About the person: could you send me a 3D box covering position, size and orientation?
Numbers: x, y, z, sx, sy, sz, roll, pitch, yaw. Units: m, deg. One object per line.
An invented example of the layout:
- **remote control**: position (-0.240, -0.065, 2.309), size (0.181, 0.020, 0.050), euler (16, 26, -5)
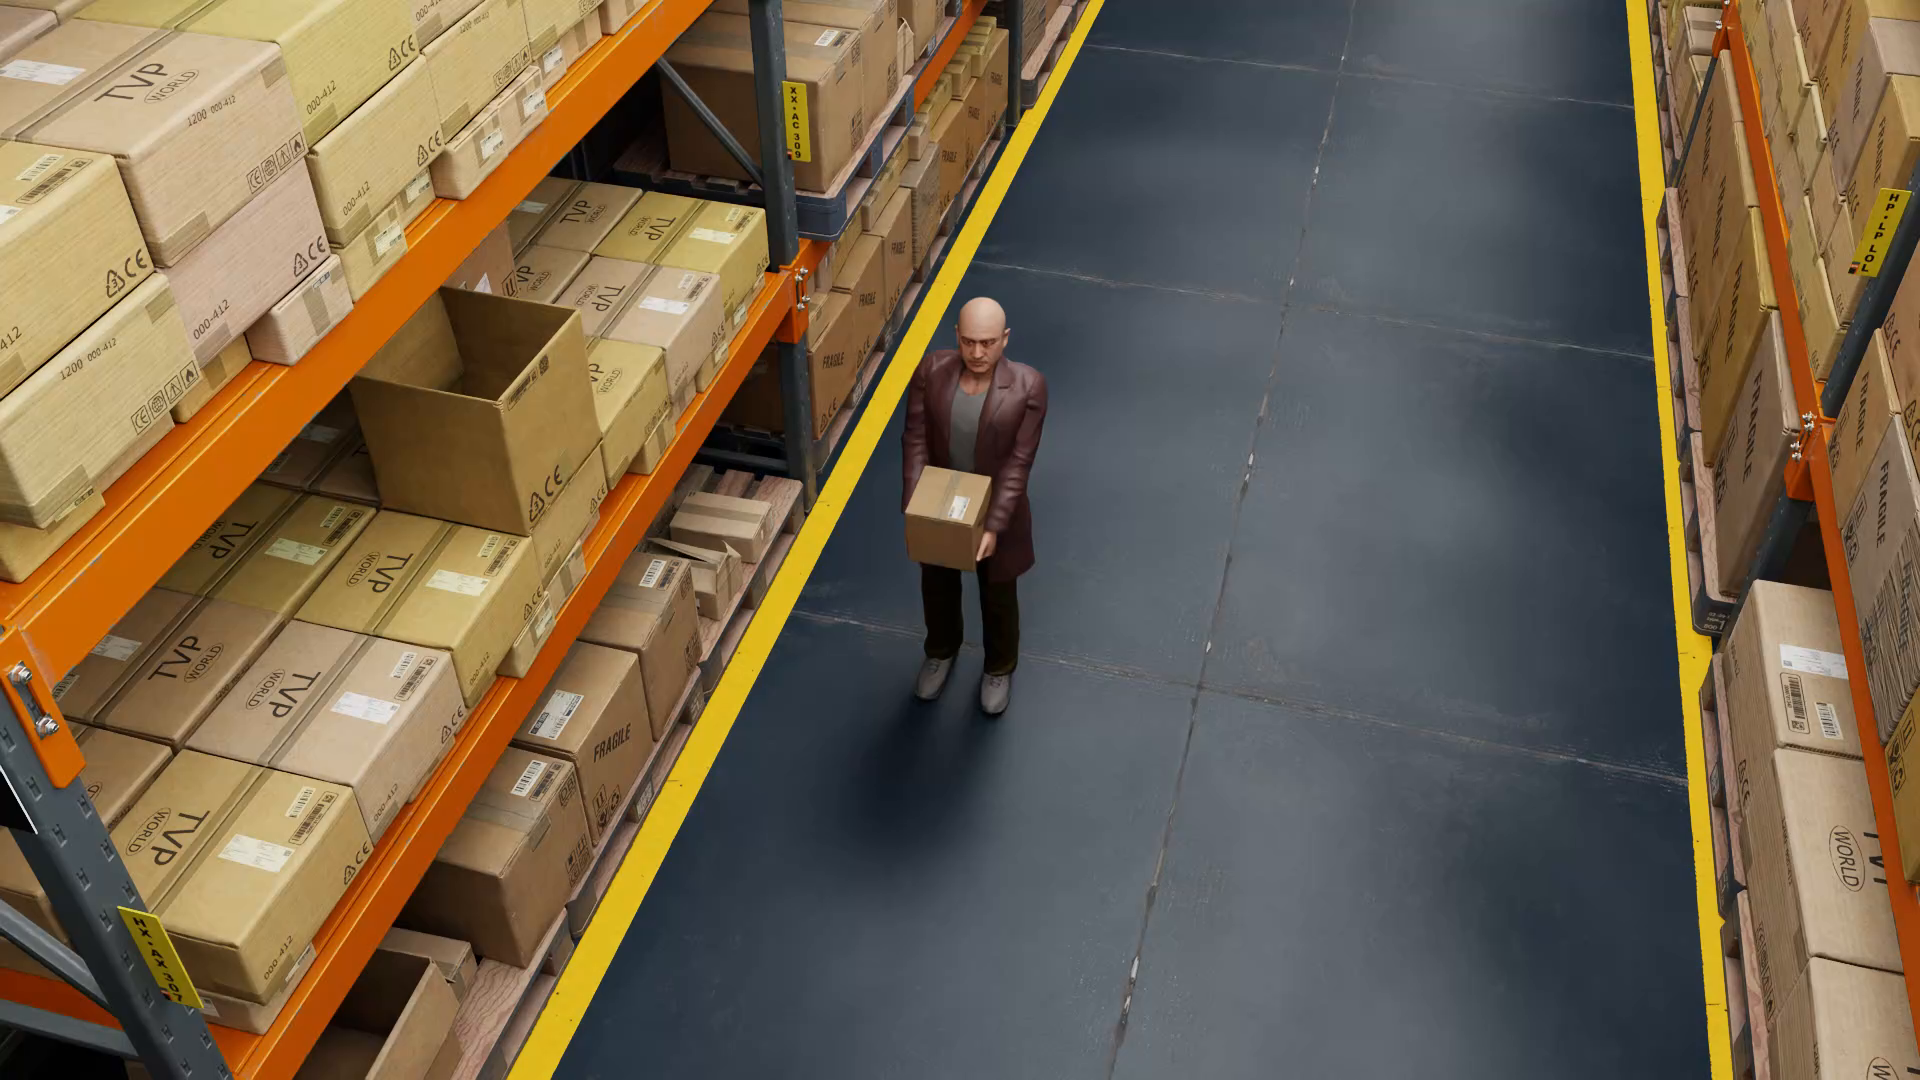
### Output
- **person**: position (0.020, -0.052, 6.233), size (0.526, 1.776, 0.554), euler (11, 42, 12)
